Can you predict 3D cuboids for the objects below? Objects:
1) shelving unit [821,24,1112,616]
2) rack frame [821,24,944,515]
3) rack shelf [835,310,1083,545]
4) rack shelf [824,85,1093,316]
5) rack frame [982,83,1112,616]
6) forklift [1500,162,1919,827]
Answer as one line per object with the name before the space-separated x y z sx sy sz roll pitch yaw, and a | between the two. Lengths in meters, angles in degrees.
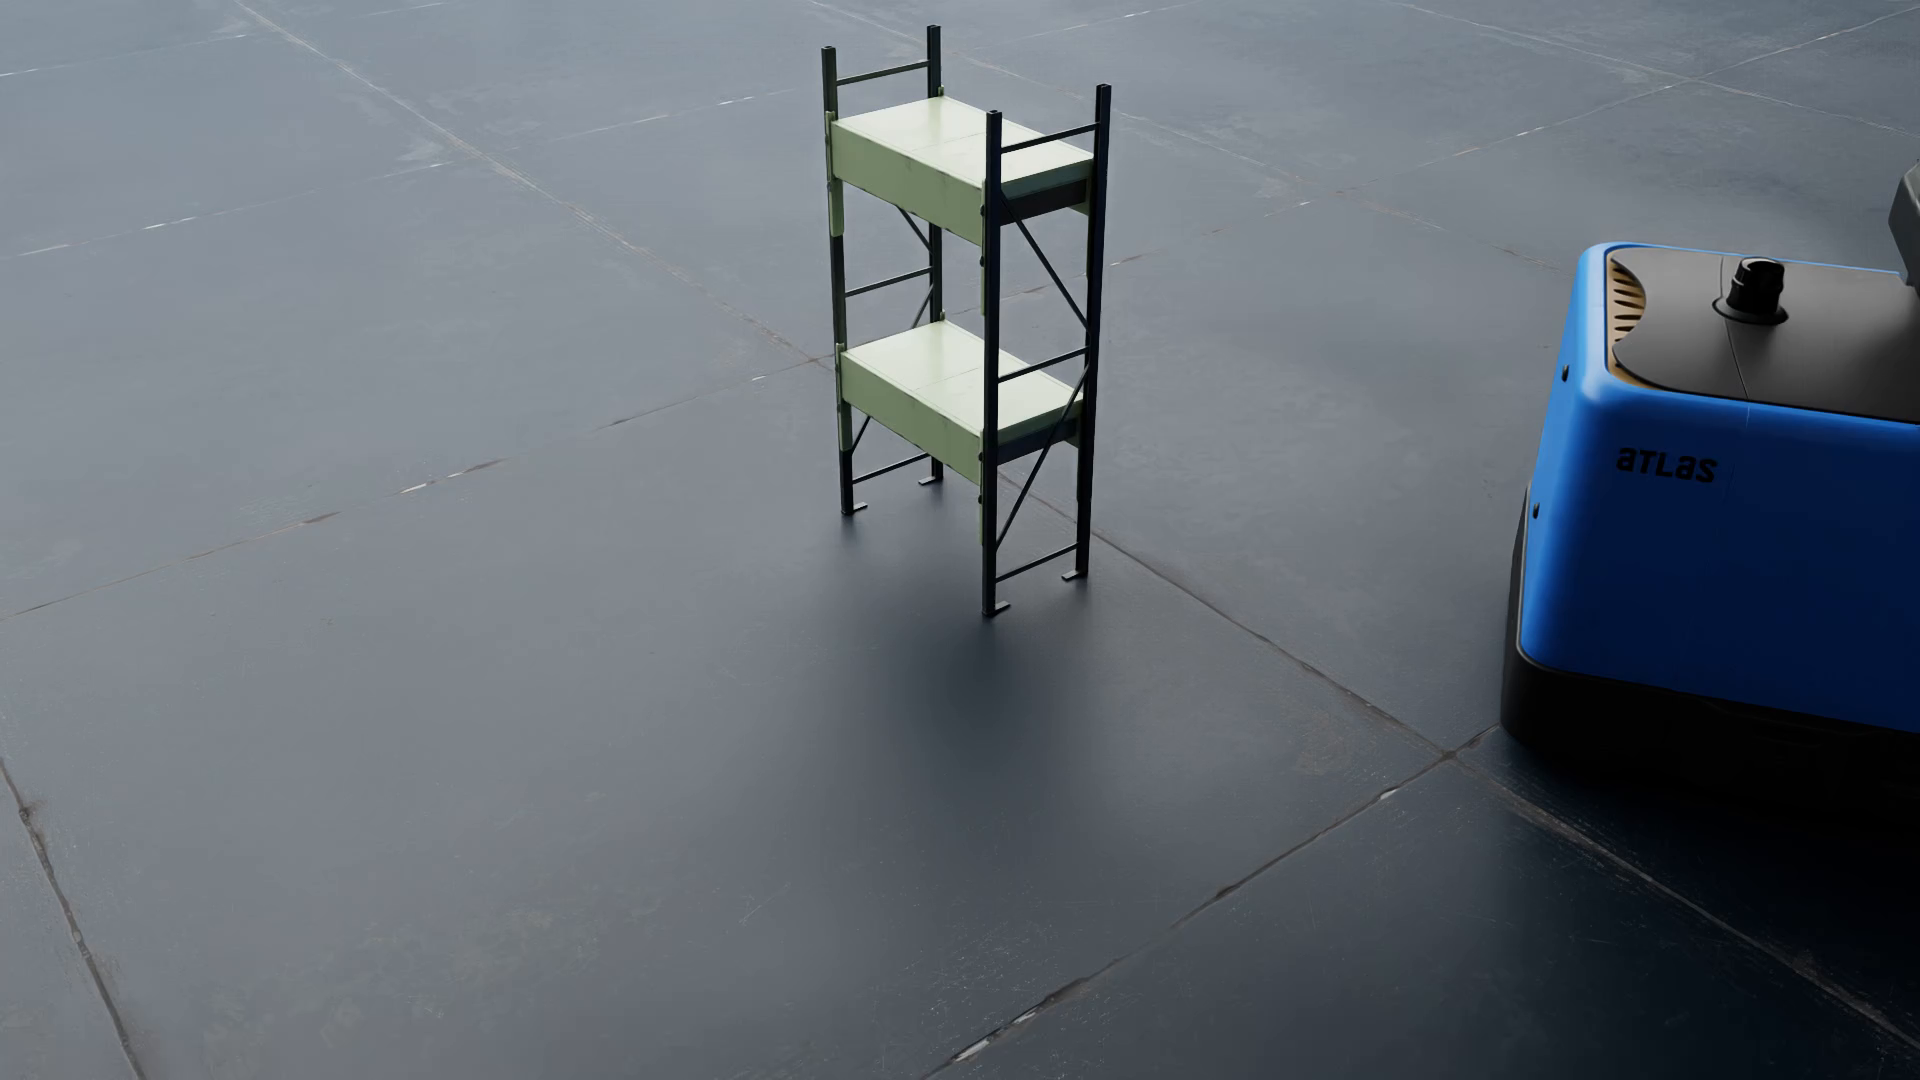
shelving unit | 0.004 -0.634 4.850 0.431 1.500 0.755 -22 38 -31
rack frame | -0.220 -0.787 5.095 0.400 1.500 0.023 -22 38 -31
rack shelf | 0.004 -0.357 5.022 0.431 0.370 0.720 -22 38 -31
rack shelf | 0.004 -0.966 4.644 0.431 0.370 0.720 -22 38 -31
rack frame | 0.229 -0.482 4.604 0.400 1.500 0.023 -22 38 -31
forklift | 2.987 -0.682 3.570 3.031 2.935 1.130 10 33 15
